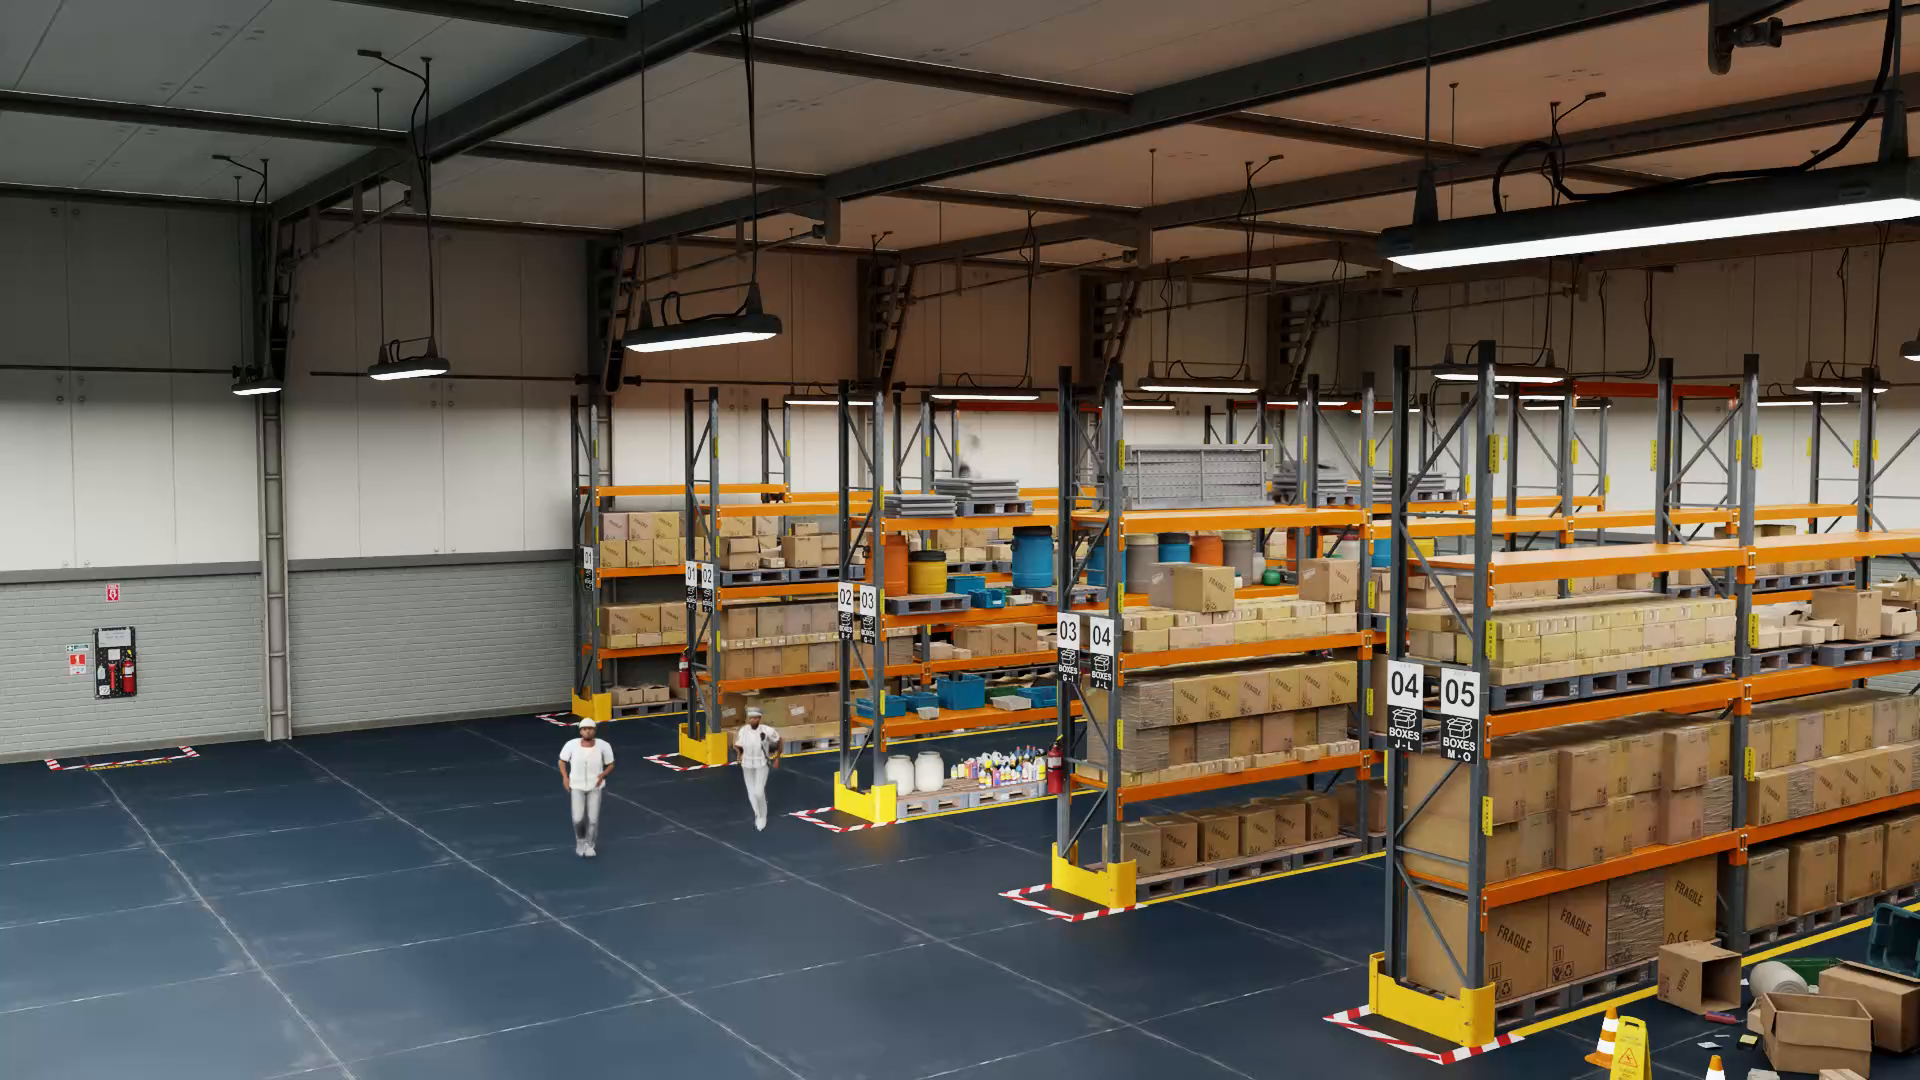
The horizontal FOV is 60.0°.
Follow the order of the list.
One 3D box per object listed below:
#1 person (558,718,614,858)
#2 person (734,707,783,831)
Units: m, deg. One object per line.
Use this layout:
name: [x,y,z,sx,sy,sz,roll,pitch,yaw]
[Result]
person: [-4.603,3.065,20.486,0.679,1.749,0.534,-1,4,-11]
person: [-2.688,3.012,22.002,0.607,1.657,0.744,1,3,11]
